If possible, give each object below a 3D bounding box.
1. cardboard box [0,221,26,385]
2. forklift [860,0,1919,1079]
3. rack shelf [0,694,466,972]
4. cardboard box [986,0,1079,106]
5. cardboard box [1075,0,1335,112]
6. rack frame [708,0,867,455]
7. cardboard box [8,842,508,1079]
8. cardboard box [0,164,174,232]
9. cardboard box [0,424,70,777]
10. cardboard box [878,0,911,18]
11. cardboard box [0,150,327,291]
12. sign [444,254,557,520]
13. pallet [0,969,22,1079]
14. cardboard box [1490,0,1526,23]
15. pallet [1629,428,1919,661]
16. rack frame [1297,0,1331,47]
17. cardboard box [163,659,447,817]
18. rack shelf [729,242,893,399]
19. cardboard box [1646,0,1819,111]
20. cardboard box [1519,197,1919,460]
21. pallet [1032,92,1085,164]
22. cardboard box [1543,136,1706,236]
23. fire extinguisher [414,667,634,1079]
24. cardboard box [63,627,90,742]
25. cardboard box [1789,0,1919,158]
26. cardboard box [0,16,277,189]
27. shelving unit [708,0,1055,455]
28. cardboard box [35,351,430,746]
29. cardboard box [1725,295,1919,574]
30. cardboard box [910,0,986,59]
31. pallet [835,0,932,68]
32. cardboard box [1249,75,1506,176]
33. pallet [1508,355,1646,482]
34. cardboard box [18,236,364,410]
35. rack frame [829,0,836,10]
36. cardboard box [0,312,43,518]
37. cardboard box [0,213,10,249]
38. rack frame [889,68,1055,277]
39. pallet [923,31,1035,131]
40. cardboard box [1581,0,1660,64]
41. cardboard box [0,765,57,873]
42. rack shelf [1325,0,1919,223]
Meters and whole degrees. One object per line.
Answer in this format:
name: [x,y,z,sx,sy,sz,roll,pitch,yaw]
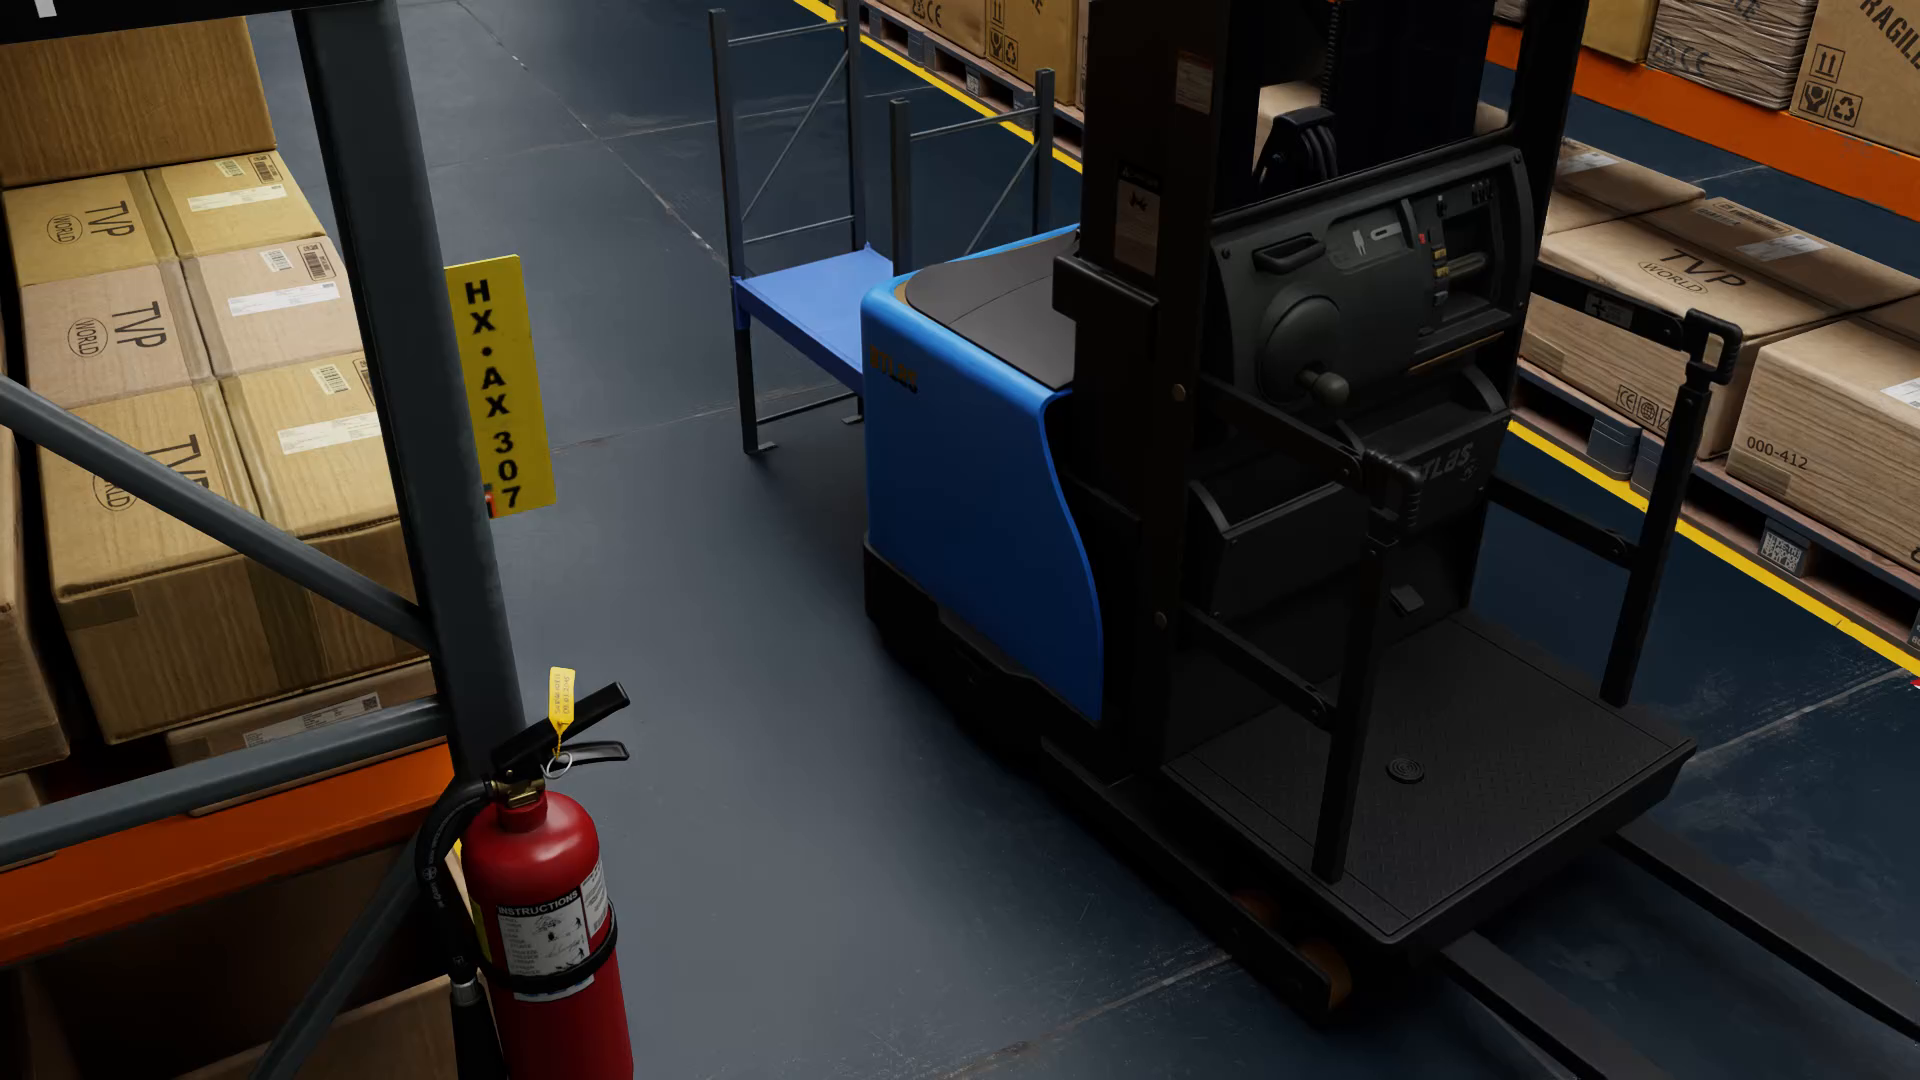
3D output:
cardboard box: [-1.935,-0.369,2.908,0.500,0.250,0.500,-15,35,-22]
forklift: [1.006,-0.501,3.315,1.130,2.935,3.031,-22,39,-30]
rack shelf: [-1.952,-0.321,3.638,1.077,0.370,4.000,-16,36,-23]
cardboard box: [0.717,-2.816,8.445,0.875,0.875,0.875,-15,36,-22]
cardboard box: [1.145,-2.387,7.775,0.875,0.875,0.875,-15,35,-22]
rack frame: [-0.528,-1.003,5.425,0.500,1.500,0.032,-20,38,-28]
cardboard box: [-1.221,0.889,3.007,0.797,0.503,0.637,-17,37,-25]
cardboard box: [-1.724,-0.737,3.482,0.500,0.250,0.500,-17,36,-24]
cardboard box: [-1.468,0.115,2.153,0.500,0.250,0.500,-15,36,-22]
cardboard box: [-0.111,-3.670,9.777,0.875,0.875,0.875,-16,36,-24]
cardboard box: [-1.467,-0.498,3.110,0.500,0.250,0.500,-17,36,-24]
sign: [-0.539,-0.171,1.934,0.100,0.325,0.005,-16,36,-23]
pallet: [-1.427,1.088,3.356,1.003,0.211,1.213,-16,36,-23]
cardboard box: [1.950,-2.101,5.656,0.500,0.500,0.500,-16,36,-23]
pallet: [2.928,-0.108,5.223,1.003,0.211,1.213,-16,36,-23]
rack frame: [1.505,-2.829,6.885,1.000,3.000,0.127,-16,36,-23]
cardboard box: [-0.930,0.210,2.374,0.380,0.149,0.250,-16,36,-23]
rack shelf: [-0.246,-0.624,5.166,0.538,0.185,1.000,-20,38,-28]
cardboard box: [2.442,-1.612,4.893,0.500,0.500,0.500,-15,36,-22]
cardboard box: [2.540,-0.743,5.614,0.875,0.438,0.875,-15,36,-22]
pallet: [1.079,-2.004,8.183,1.003,0.211,1.213,-16,36,-23]
cardboard box: [2.121,-1.173,6.287,0.875,0.438,0.875,-17,36,-24]
fire extinguisher: [-0.542,0.474,2.147,0.296,0.674,0.183,-16,36,-23]
cardboard box: [-1.475,0.209,2.377,0.380,0.149,0.250,-15,35,-22]
cardboard box: [2.690,-1.369,4.514,0.500,0.500,0.500,-17,36,-24]
cardboard box: [-1.692,-1.048,3.273,0.500,0.500,0.500,-15,36,-22]
shelving unit: [-0.246,-0.775,5.069,0.538,1.500,1.048,-20,38,-28]
cardboard box: [-0.992,-0.016,2.358,0.500,0.250,0.500,-16,36,-23]
cardboard box: [2.974,-0.308,4.936,0.875,0.438,0.875,-17,36,-25]
cardboard box: [0.301,-3.243,9.111,0.875,0.875,0.875,-15,36,-23]
pallet: [-0.059,-3.169,10.000,1.003,0.211,1.213,-16,36,-23]
cardboard box: [1.703,-1.600,6.953,0.875,0.438,0.875,-16,36,-24]
pallet: [2.363,-0.689,6.130,1.003,0.211,1.213,-16,36,-23]
cardboard box: [-1.228,-0.257,2.733,0.500,0.250,0.500,-15,36,-23]
rack frame: [-0.360,-4.738,9.865,1.000,3.000,0.127,-16,36,-23]
cardboard box: [-1.708,-0.131,2.537,0.500,0.250,0.500,-16,36,-23]
cardboard box: [-2.178,-0.618,3.298,0.500,0.250,0.500,-16,36,-23]
rack frame: [0.037,-0.547,4.714,0.500,1.500,0.032,-20,38,-28]
pallet: [0.506,-2.587,9.092,1.003,0.211,1.213,-16,36,-23]
cardboard box: [2.190,-1.855,5.273,0.500,0.500,0.500,-15,35,-22]
cardboard box: [-1.411,0.345,2.163,0.380,0.149,0.250,-16,36,-24]
rack shelf: [2.438,-1.572,5.589,1.077,0.370,4.000,-16,36,-23]
